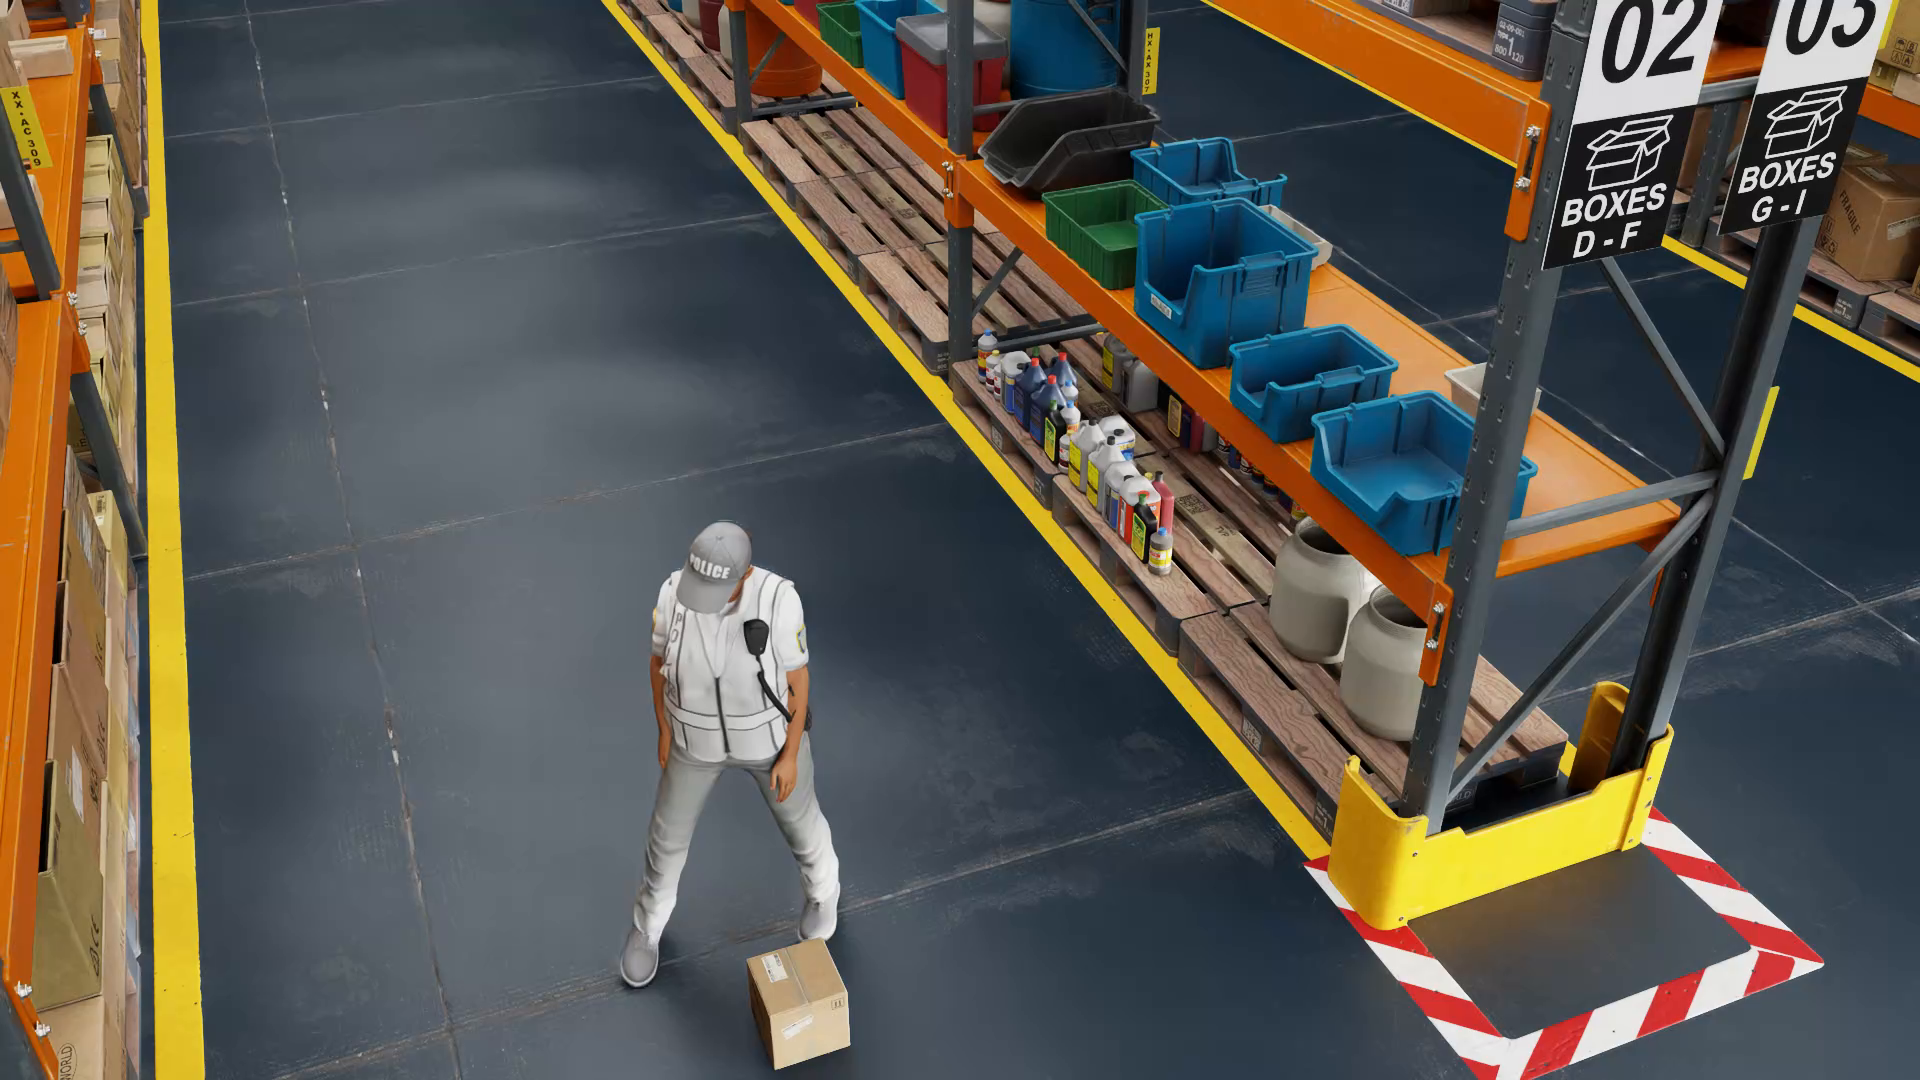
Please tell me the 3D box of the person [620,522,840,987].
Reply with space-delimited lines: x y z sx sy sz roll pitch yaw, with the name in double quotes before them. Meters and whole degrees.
"person" -0.768 0.645 5.174 0.702 1.653 0.499 1 34 1
